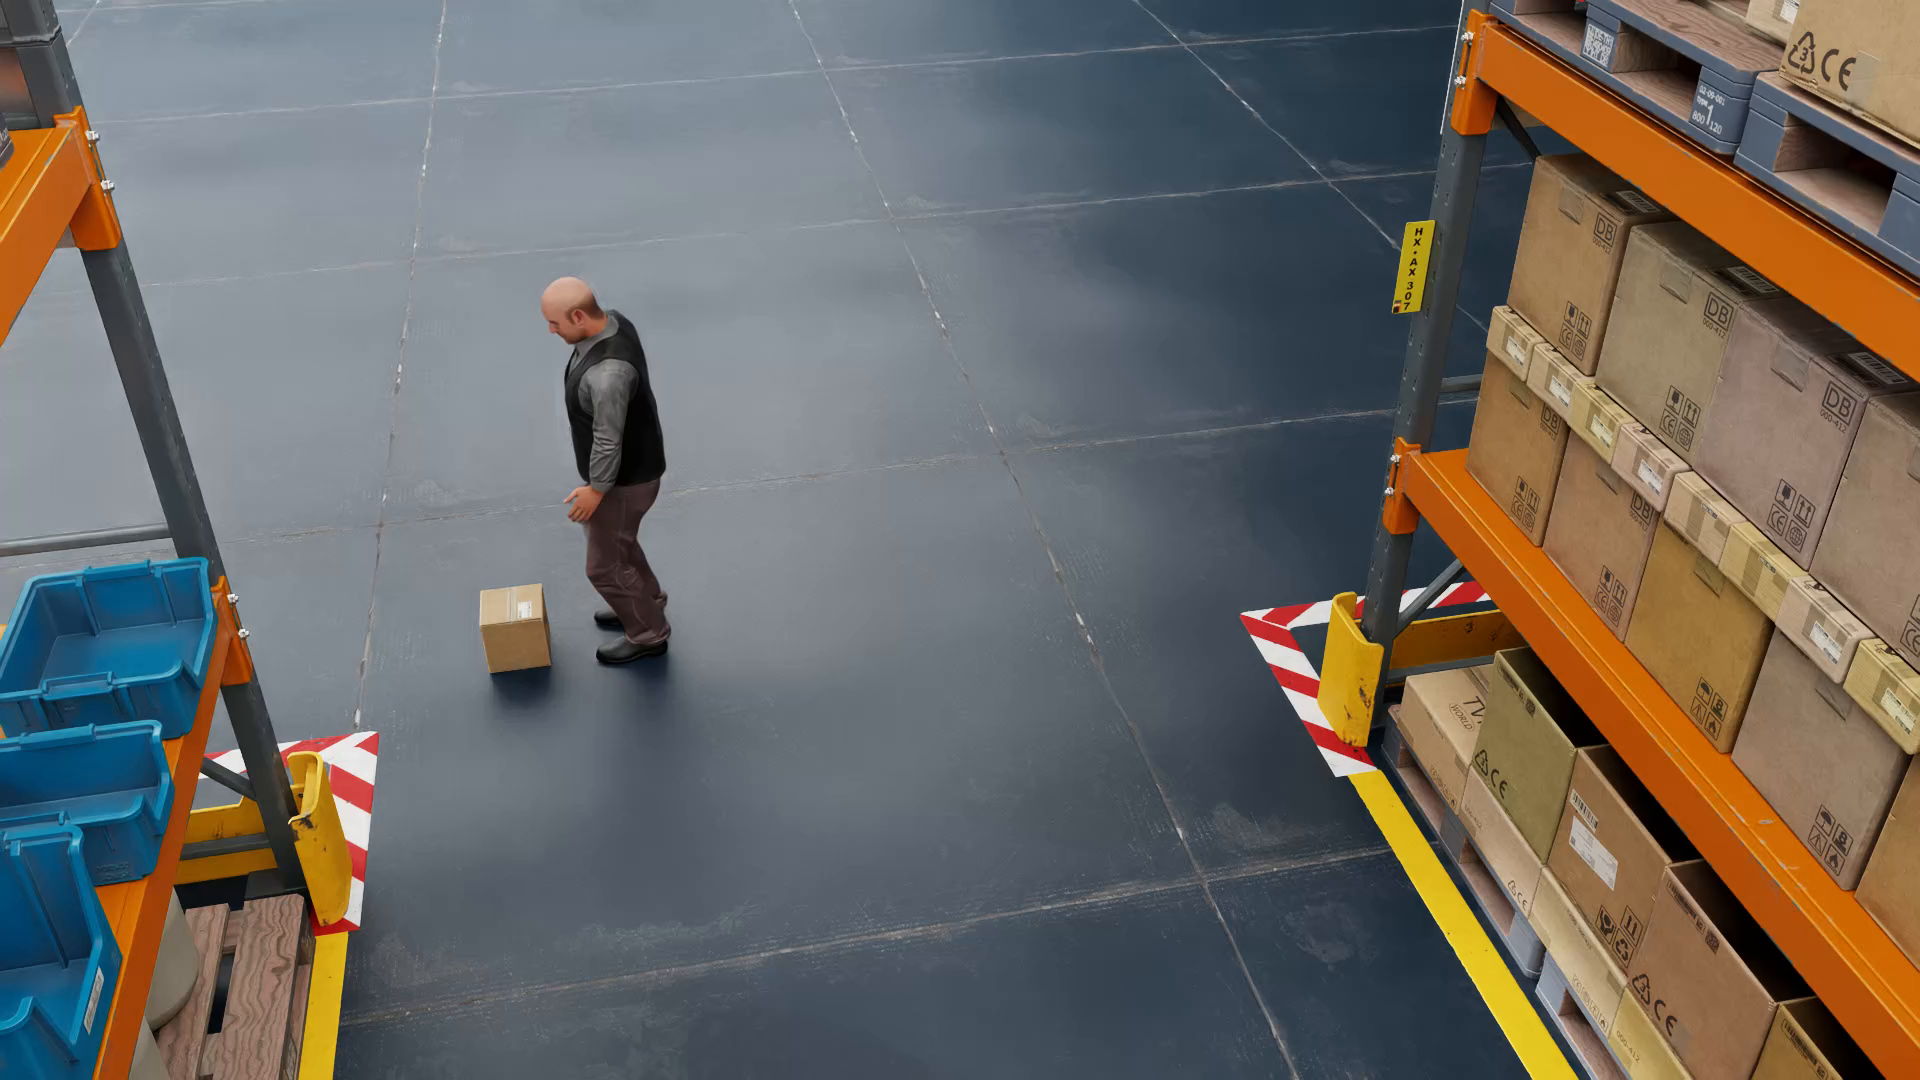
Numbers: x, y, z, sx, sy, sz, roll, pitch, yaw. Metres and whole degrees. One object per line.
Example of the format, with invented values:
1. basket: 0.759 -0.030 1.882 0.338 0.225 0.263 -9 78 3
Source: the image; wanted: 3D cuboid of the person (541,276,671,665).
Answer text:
1. person: -1.369 -0.271 6.606 0.403 1.685 0.552 -6 35 -9
